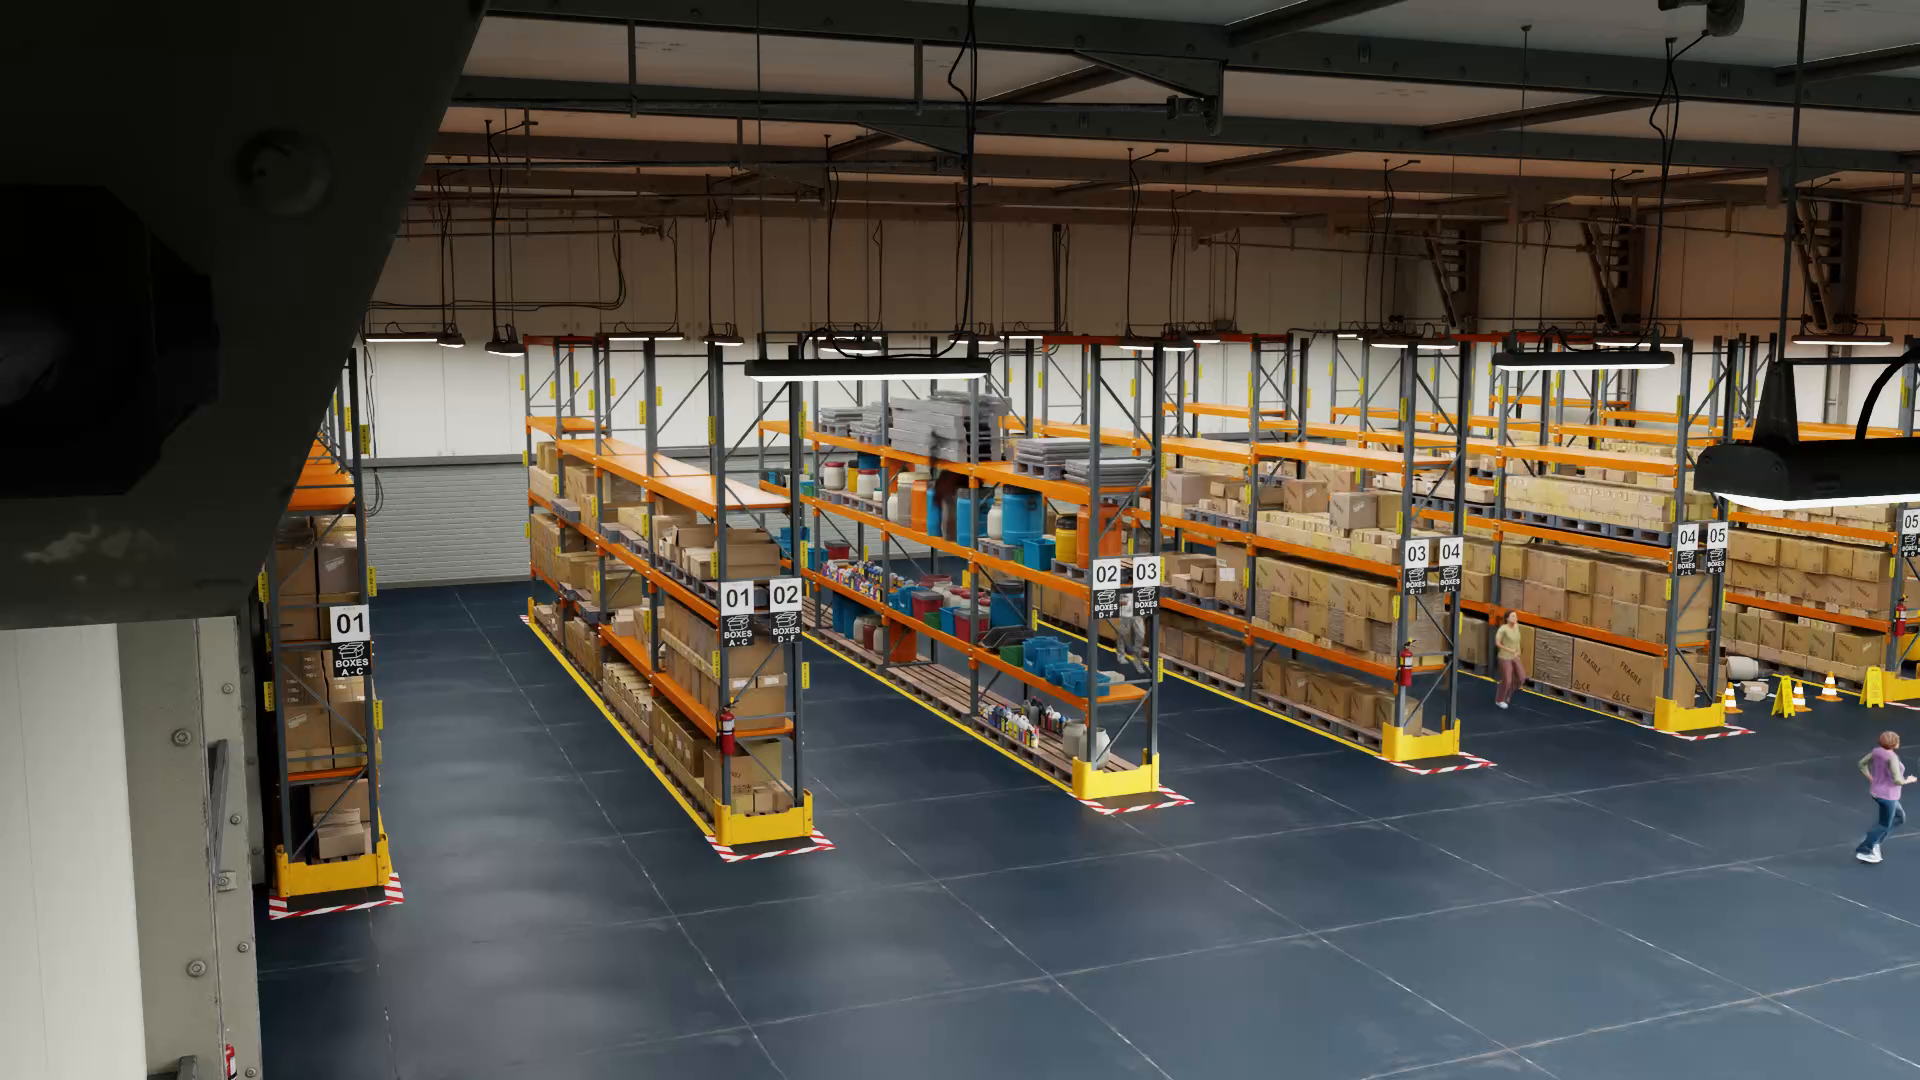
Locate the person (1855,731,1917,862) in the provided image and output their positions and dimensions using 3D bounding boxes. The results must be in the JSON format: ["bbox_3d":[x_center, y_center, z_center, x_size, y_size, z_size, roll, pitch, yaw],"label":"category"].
[{"bbox_3d":[10.785,2.978,19.336,0.623,1.566,0.512,1,8,7],"label":"person"}]

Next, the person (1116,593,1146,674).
[{"bbox_3d":[2.969,1.372,28.763,0.659,1.889,0.739,-4,8,-26],"label":"person"}]

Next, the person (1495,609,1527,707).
[{"bbox_3d":[8.967,1.929,27.041,0.606,1.630,0.544,-4,8,-26],"label":"person"}]
